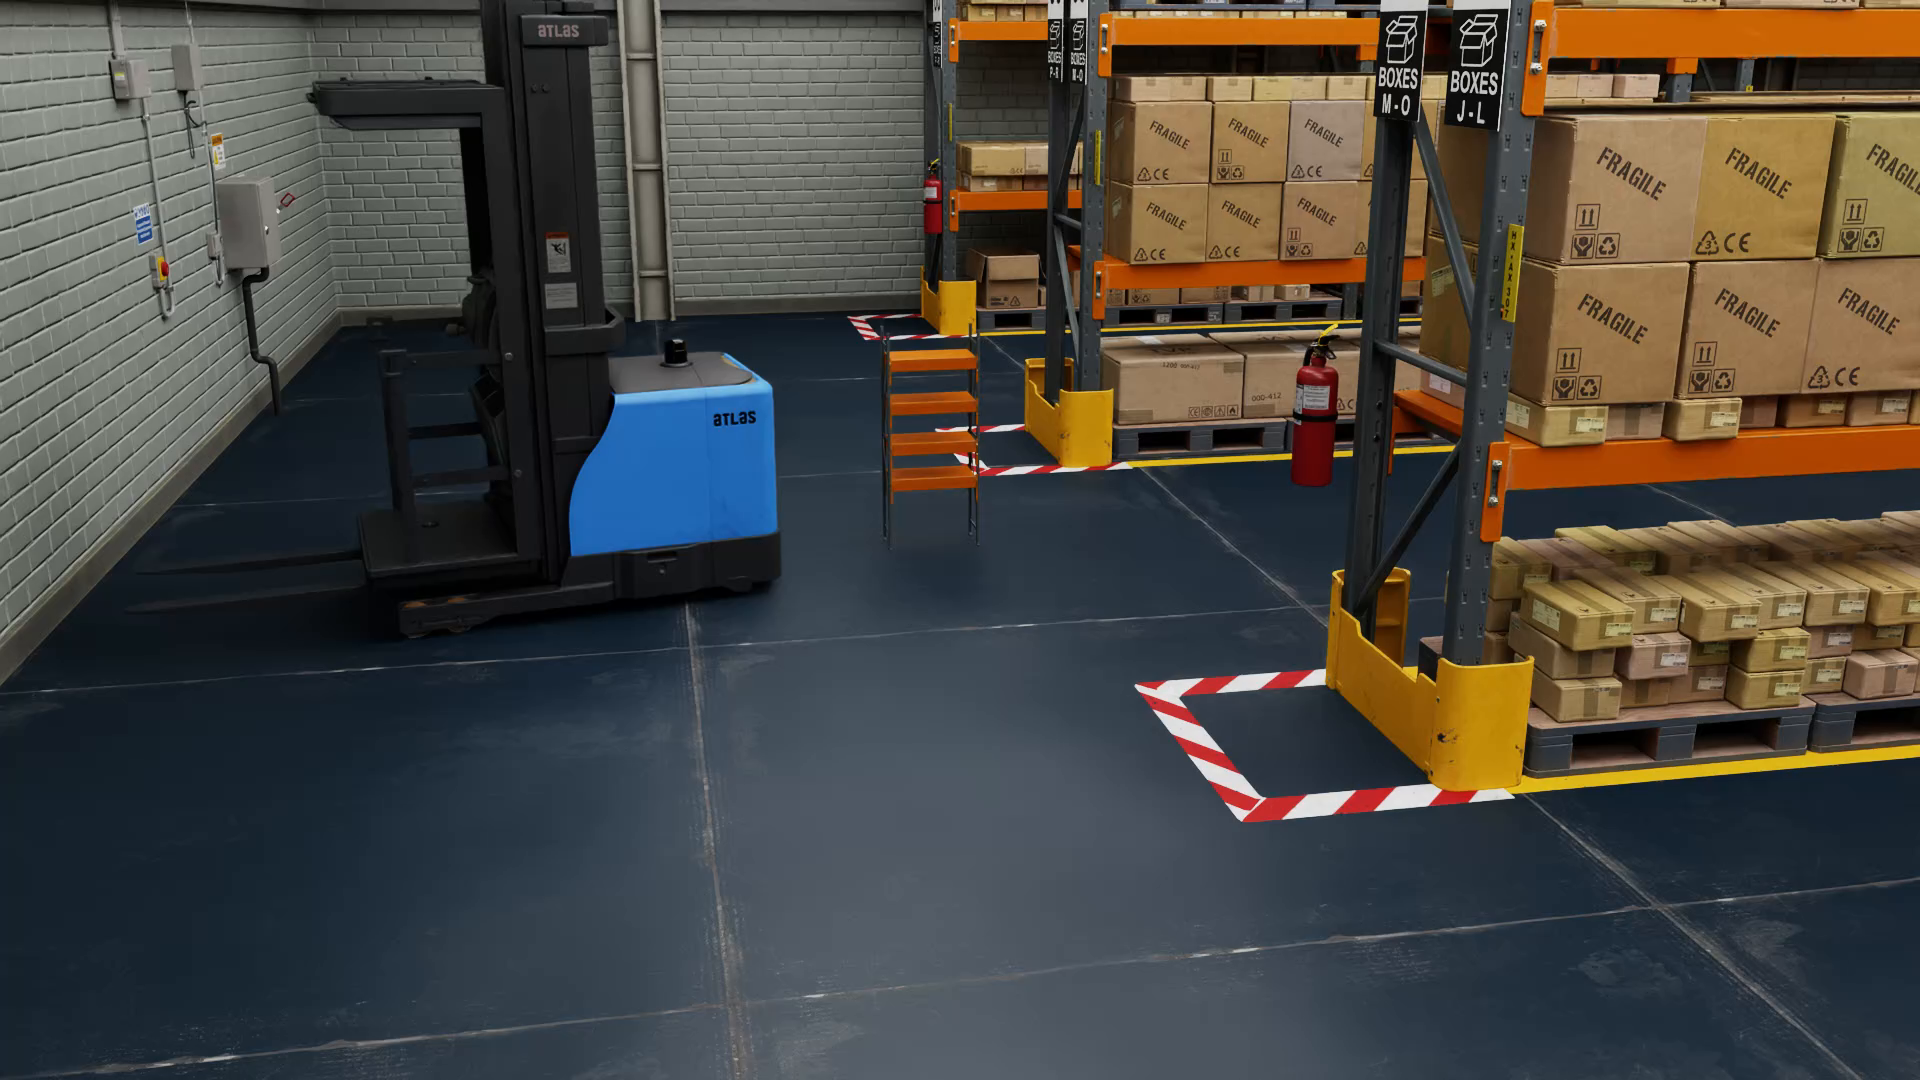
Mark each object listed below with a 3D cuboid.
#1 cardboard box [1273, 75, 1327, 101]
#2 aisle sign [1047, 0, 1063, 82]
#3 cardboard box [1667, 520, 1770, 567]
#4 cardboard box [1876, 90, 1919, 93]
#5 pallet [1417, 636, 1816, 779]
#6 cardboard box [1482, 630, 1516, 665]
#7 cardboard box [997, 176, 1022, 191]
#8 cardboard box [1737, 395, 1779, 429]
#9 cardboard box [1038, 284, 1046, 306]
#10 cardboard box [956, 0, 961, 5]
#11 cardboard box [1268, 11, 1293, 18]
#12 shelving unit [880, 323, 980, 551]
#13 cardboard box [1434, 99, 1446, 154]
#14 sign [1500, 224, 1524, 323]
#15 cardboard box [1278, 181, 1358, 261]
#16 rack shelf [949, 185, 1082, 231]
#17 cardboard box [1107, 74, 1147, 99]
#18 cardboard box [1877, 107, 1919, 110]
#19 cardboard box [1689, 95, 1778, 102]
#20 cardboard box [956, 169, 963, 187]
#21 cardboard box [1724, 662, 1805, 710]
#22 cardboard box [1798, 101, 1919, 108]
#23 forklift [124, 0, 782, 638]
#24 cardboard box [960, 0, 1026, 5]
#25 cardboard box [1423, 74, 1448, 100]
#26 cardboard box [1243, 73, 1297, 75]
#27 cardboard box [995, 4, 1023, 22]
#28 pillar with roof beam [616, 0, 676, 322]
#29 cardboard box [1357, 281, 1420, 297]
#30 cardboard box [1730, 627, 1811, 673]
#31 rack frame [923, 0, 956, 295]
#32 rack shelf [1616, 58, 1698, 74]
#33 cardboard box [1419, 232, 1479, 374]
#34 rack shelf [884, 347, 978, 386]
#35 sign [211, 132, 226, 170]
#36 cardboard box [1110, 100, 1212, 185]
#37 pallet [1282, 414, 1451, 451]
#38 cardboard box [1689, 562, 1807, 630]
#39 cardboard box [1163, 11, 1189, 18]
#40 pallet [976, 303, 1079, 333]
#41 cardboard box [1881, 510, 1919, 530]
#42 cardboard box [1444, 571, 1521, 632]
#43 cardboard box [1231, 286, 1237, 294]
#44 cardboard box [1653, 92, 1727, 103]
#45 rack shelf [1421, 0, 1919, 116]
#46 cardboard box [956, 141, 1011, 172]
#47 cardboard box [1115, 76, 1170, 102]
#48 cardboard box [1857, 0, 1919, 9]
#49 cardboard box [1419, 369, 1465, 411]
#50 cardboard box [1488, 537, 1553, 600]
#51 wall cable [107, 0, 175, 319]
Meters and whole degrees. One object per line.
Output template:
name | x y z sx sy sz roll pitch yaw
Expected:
cardboard box | 2.178 -2.923 10.740 0.250 0.149 0.380 -3 17 -10
aisle sign | 0.624 -3.409 10.873 0.004 0.787 0.394 -3 17 -10
cardboard box | 3.270 0.040 7.199 0.250 0.149 0.380 -3 17 -8
cardboard box | 7.081 -3.040 12.228 0.500 0.500 0.500 -3 17 -9
pallet | 2.670 0.634 6.887 1.213 0.211 1.003 -3 17 -10
cardboard box | 2.269 0.413 6.997 0.250 0.149 0.380 -3 17 -10
cardboard box | 0.423 -3.358 15.564 0.250 0.149 0.380 -3 17 -9
cardboard box | 2.916 -0.542 6.397 0.250 0.149 0.380 -2 17 -8
cardboard box | 0.851 -2.368 16.054 0.250 0.149 0.380 -4 18 -13
cardboard box | 0.193 -5.119 15.509 0.500 0.250 0.500 -4 17 -11
cardboard box | 2.932 -4.918 15.532 0.250 0.149 0.380 -3 17 -9
shelving unit | -0.163 -0.564 9.106 0.503 1.200 0.258 -3 17 -10
cardboard box | 3.272 -2.666 11.011 0.500 0.500 0.500 -3 17 -10
sign | 1.894 -0.917 5.713 0.005 0.325 0.100 -3 17 -10
cardboard box | 2.273 -2.132 10.973 0.500 0.500 0.500 -3 17 -11
rack shelf | 1.771 -3.279 16.103 4.000 0.370 1.077 -3 17 -10
cardboard box | 1.067 -2.994 10.973 0.250 0.149 0.380 -3 17 -10
cardboard box | 3.791 -1.358 6.243 0.500 0.500 0.500 -4 17 -12
cardboard box | 5.167 -2.771 11.351 0.500 0.500 0.500 -3 17 -10
cardboard box | 0.082 -3.487 15.984 0.250 0.149 0.380 -3 17 -11
cardboard box | 3.122 0.529 6.620 0.250 0.149 0.380 -3 17 -10
cardboard box | 3.718 -1.515 6.754 0.500 0.500 0.500 -4 17 -12
forklift | -2.480 -1.116 7.954 3.031 2.935 1.130 -7 18 -21
cardboard box | 0.295 -4.962 14.997 0.500 0.250 0.500 -3 17 -11
cardboard box | 3.171 -2.977 10.919 0.250 0.149 0.380 -4 17 -12
cardboard box | 2.075 -3.050 11.156 0.250 0.149 0.380 -3 17 -11
cardboard box | 0.417 -4.798 15.143 0.250 0.149 0.380 -3 17 -9
pillar with roof beam | -2.194 -5.248 11.071 0.400 9.000 9.100 -3 17 -10
cardboard box | 4.253 -2.702 16.542 0.500 0.500 0.500 -2 17 -8
cardboard box | 3.130 0.384 6.585 0.250 0.149 0.380 -3 17 -9
rack frame | -0.192 -3.511 15.635 0.127 3.000 1.000 -3 17 -10
rack shelf | 6.644 -3.505 11.730 4.000 0.370 1.077 -3 17 -10
cardboard box | 2.184 -0.948 6.614 0.500 0.500 0.500 -3 17 -9
rack shelf | -0.163 -0.940 8.990 0.480 0.148 0.258 -3 17 -10
sign | -5.227 -2.741 11.720 0.001 0.242 0.339 -3 17 -10
cardboard box | 1.278 -2.551 10.635 0.500 0.500 0.500 -4 17 -12
pallet | 2.719 -0.882 11.823 1.213 0.211 1.003 -3 17 -10
cardboard box | 3.117 0.222 6.606 0.250 0.149 0.380 -4 18 -13
cardboard box | 1.932 -4.848 15.308 0.250 0.149 0.380 -3 17 -9
pallet | 0.665 -2.227 16.204 1.213 0.211 1.003 -3 17 -10
cardboard box | 4.303 -0.007 7.352 0.250 0.149 0.380 -3 17 -9
cardboard box | 2.255 0.249 7.026 0.250 0.149 0.380 -4 17 -12
cardboard box | 2.616 -2.579 16.741 0.250 0.149 0.380 -3 17 -11
cardboard box | 5.071 -2.926 11.858 0.500 0.500 0.500 -3 17 -9
rack shelf | 3.755 -1.861 6.377 4.000 0.370 1.077 -3 17 -10
cardboard box | 0.209 -3.684 15.946 0.500 0.250 0.500 -3 17 -9
cardboard box | 1.154 -2.856 10.525 0.250 0.149 0.380 -3 17 -9
cardboard box | 3.302 -2.033 5.969 0.500 0.250 0.500 -4 17 -12
cardboard box | 2.058 -0.639 6.711 0.250 0.149 0.380 -3 17 -10
cardboard box | 2.263 0.116 6.953 0.250 0.149 0.380 -3 17 -10
wall cable | -4.779 -2.260 9.779 0.123 1.953 0.585 -3 17 -10
